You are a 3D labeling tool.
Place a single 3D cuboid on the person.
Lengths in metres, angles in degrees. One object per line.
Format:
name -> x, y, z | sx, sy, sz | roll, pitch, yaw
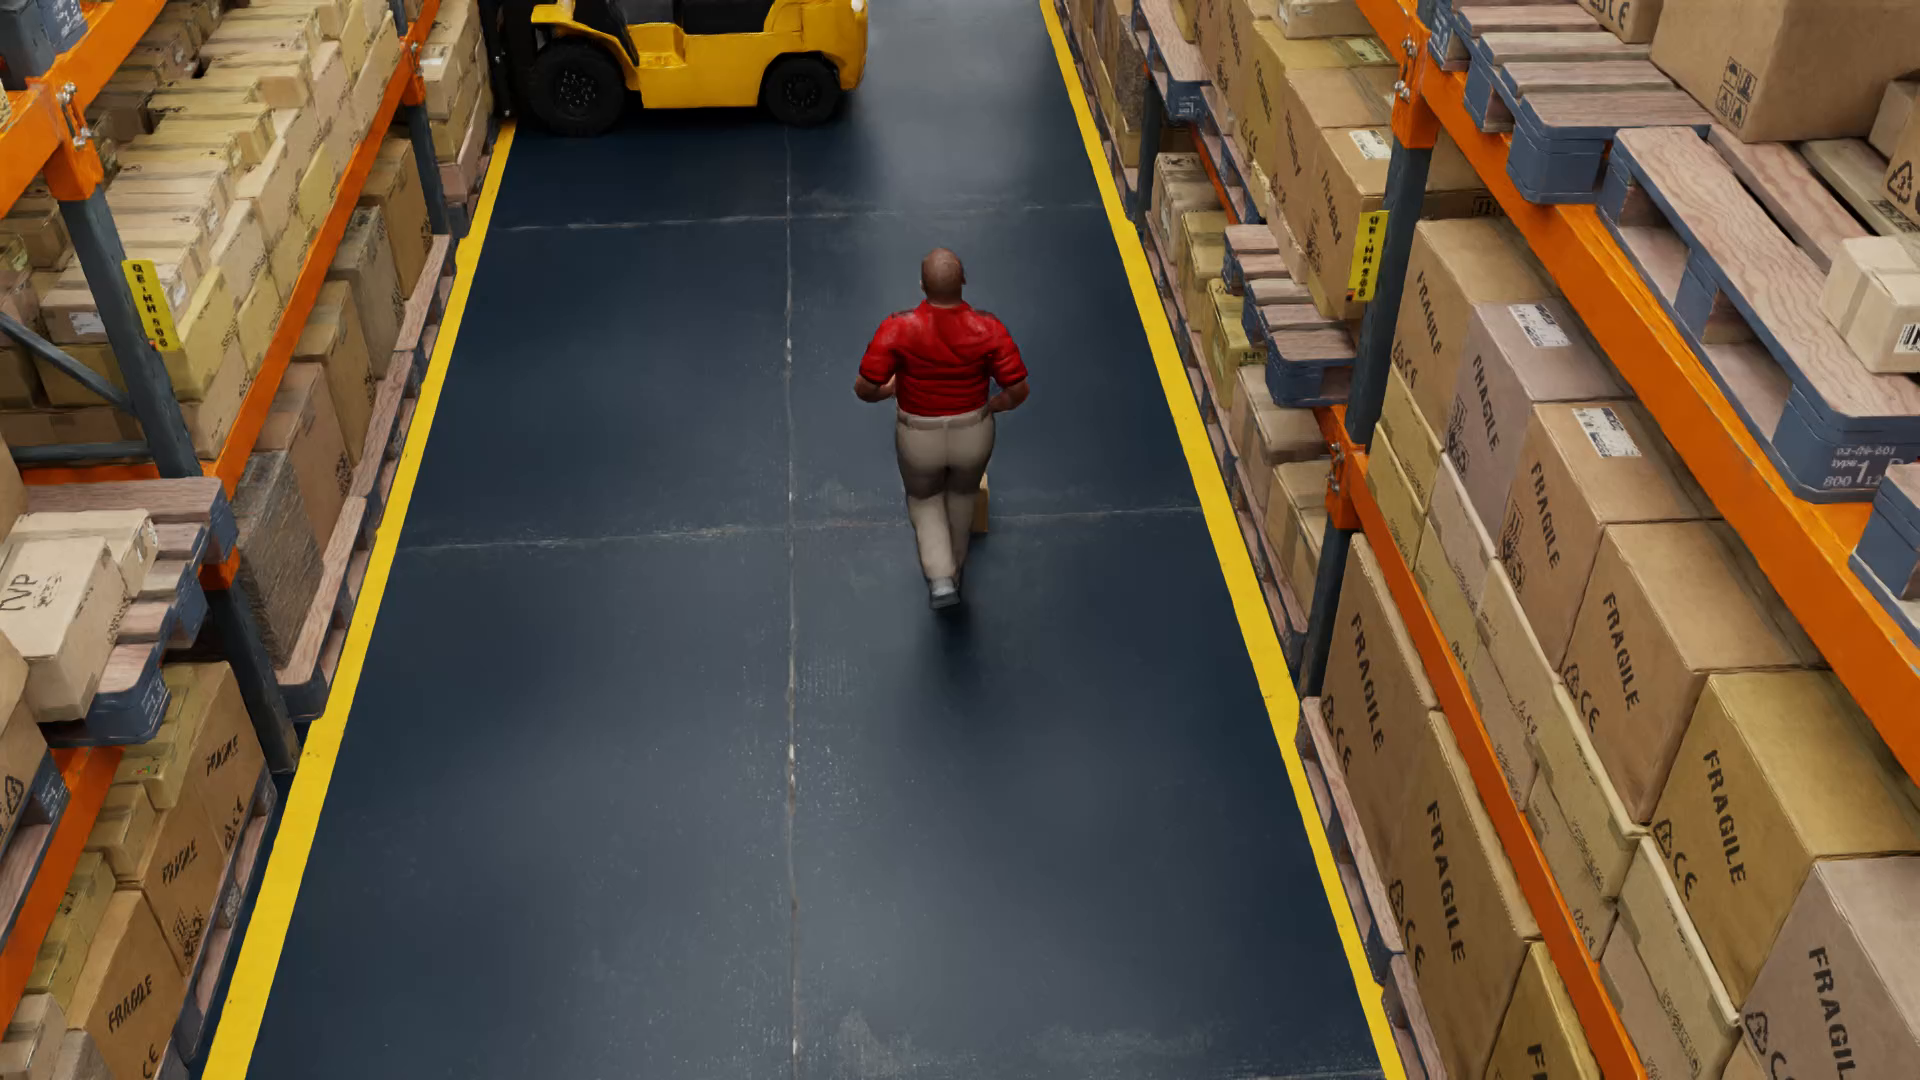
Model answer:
person -> -0.075, -0.418, 6.707 | 0.678, 1.693, 0.638 | -2, 39, -2
